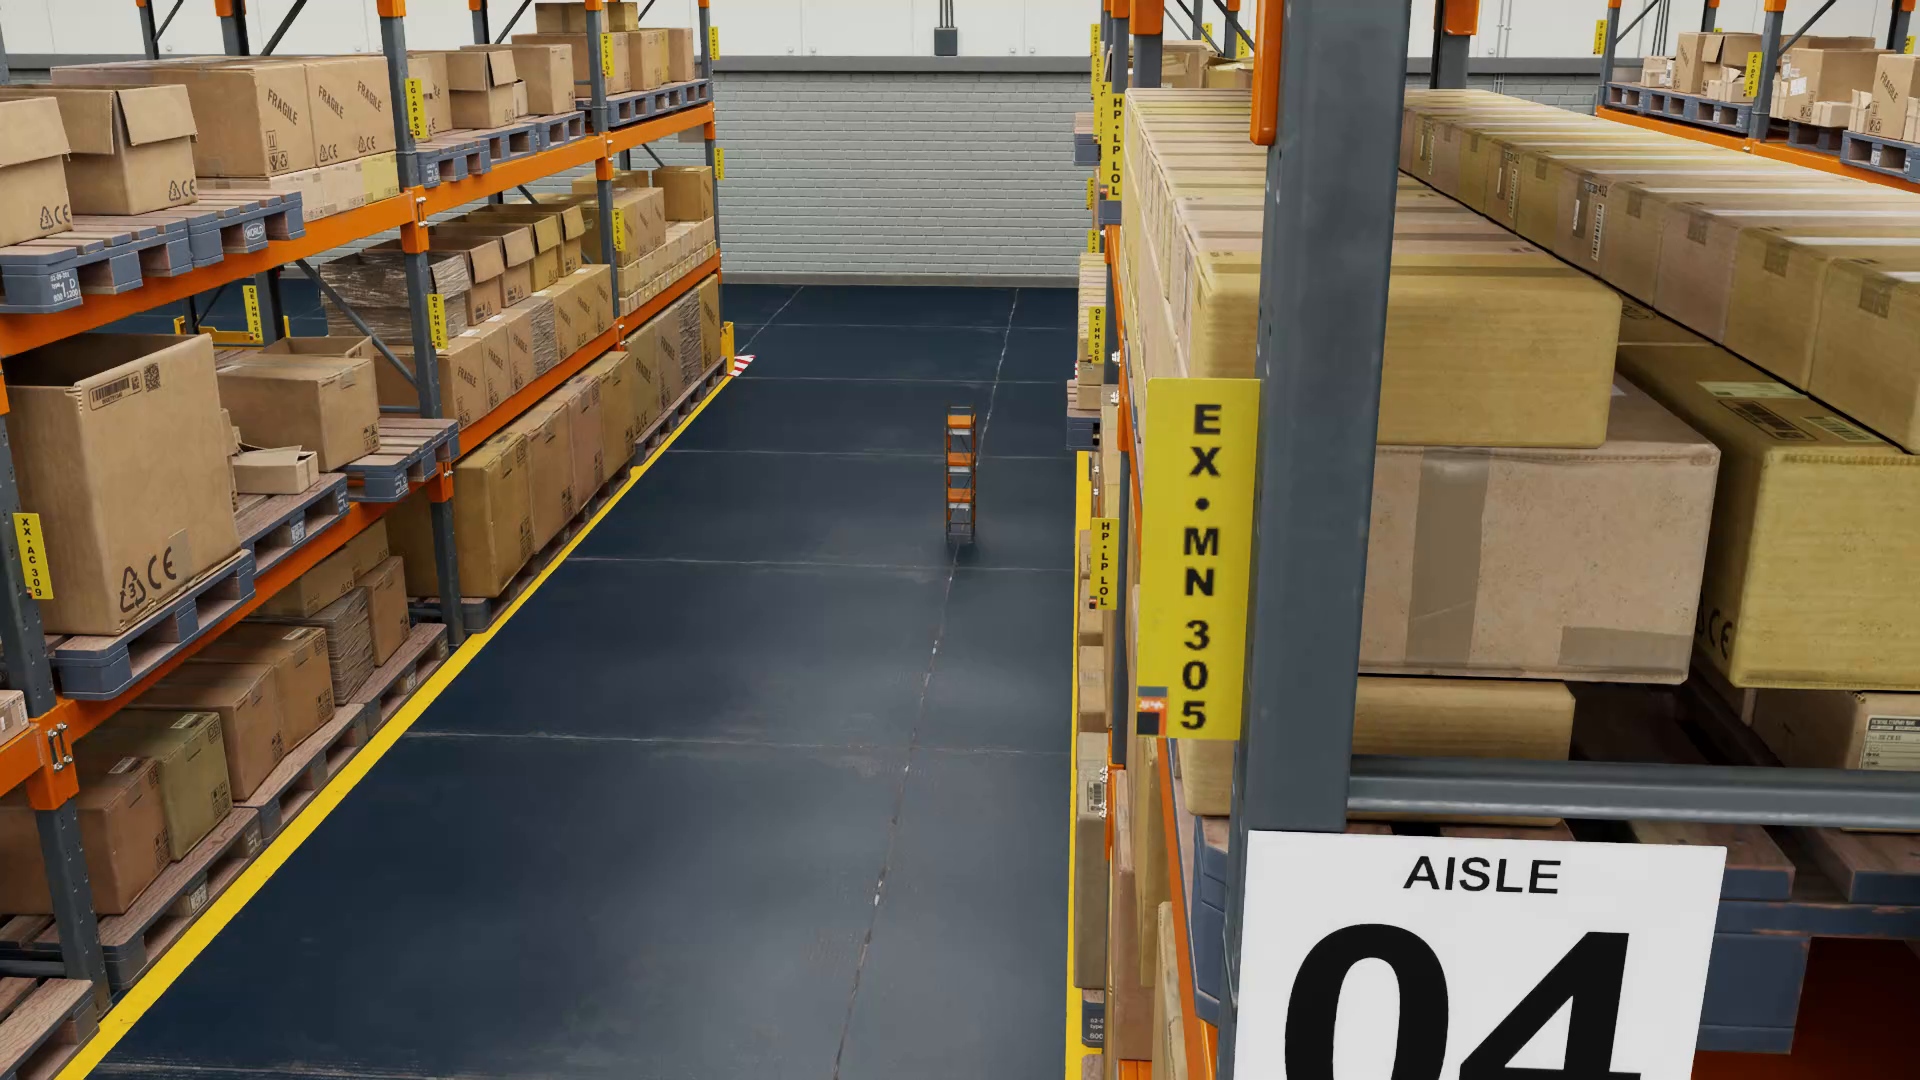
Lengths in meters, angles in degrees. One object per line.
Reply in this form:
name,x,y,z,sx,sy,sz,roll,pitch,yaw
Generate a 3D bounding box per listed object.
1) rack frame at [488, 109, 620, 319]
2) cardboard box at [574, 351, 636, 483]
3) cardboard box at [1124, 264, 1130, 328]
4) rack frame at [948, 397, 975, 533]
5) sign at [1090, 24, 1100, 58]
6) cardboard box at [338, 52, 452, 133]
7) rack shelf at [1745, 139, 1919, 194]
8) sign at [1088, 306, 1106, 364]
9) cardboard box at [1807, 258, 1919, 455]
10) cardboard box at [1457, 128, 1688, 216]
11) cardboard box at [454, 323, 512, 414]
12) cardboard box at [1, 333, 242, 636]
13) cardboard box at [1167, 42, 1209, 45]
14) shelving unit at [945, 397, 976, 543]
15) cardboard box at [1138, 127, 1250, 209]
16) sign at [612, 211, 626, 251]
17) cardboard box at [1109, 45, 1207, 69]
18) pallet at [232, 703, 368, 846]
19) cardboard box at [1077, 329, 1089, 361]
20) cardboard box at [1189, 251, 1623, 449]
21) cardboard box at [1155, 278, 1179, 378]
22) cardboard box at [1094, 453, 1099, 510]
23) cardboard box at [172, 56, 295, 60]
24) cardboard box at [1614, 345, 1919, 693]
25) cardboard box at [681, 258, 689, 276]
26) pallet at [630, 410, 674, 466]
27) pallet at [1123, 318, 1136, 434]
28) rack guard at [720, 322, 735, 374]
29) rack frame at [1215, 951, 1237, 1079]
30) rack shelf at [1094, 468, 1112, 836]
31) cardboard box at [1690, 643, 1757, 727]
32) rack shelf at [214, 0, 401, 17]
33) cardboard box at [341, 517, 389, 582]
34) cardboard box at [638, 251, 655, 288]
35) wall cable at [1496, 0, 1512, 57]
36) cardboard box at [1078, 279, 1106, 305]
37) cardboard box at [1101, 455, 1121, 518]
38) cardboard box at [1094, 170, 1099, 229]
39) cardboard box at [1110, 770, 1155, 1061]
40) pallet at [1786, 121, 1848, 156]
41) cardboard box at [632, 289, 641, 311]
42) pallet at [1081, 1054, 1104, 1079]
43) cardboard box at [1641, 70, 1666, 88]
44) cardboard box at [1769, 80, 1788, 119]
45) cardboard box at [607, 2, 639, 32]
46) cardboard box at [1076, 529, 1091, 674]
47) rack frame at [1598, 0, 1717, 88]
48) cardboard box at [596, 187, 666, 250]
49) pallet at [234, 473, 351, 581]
rack frame,-3.334,-2.023,13.779,1.000,3.000,0.127,1,18,4
cardboard box,-3.360,-1.014,13.437,1.225,0.875,0.875,1,18,4
cardboard box,0.613,-0.608,4.213,0.380,0.149,0.250,1,18,3
rack frame,0.013,-0.553,12.426,0.200,1.050,0.008,1,18,4
sign,1.352,-4.976,16.571,0.100,0.325,0.005,1,18,4
cardboard box,-3.675,-2.914,10.847,0.500,0.500,0.500,2,18,7
rack shelf,6.407,-2.264,10.854,1.077,0.370,4.000,1,18,4
sign,0.777,-1.160,9.415,0.100,0.325,0.005,1,18,4
cardboard box,1.087,-0.182,1.633,0.380,0.149,0.250,1,18,5
cardboard box,1.216,-0.736,3.322,0.380,0.149,0.250,2,18,5
cardboard box,-3.280,-1.133,10.904,0.500,0.500,0.500,1,18,2
cardboard box,-3.711,-0.267,6.781,1.000,1.000,1.000,1,18,4
cardboard box,2.118,-4.556,15.490,0.380,0.149,0.250,2,18,5
shelving unit,0.004,-0.516,12.310,0.215,1.050,0.252,1,18,4
cardboard box,0.558,-0.750,3.366,0.380,0.149,0.250,1,18,4
sign,-2.792,-2.526,13.584,0.100,0.325,0.005,1,18,4
cardboard box,1.469,-3.438,12.446,0.700,0.500,0.500,1,18,4
pallet,-3.768,1.165,8.528,1.003,0.211,1.213,1,18,4
cardboard box,0.897,-1.164,9.931,0.380,0.149,0.250,1,18,2
cardboard box,0.431,-0.198,1.681,0.380,0.149,0.250,1,18,4
cardboard box,0.539,-0.210,2.358,0.500,0.250,0.500,1,18,4
cardboard box,1.132,-0.382,10.907,0.500,0.250,0.500,2,18,5
cardboard box,-3.911,-2.351,9.000,0.500,0.500,0.500,1,18,4
cardboard box,1.036,-0.041,1.841,0.500,0.250,0.500,1,18,4
cardboard box,-2.834,-2.630,16.036,0.380,0.149,0.250,1,18,4
pallet,-3.201,-0.932,14.929,1.003,0.211,1.213,1,18,4
pallet,0.964,-0.526,4.535,1.003,0.211,1.213,1,18,4
rack guard,-3.045,-2.085,17.983,1.175,0.500,0.348,1,18,4
rack frame,0.746,1.846,1.972,1.000,3.000,0.127,1,18,4
rack shelf,1.176,0.324,7.771,1.077,0.370,4.000,1,18,4
cardboard box,1.108,0.114,2.008,0.380,0.149,0.250,1,18,4
rack shelf,-3.764,-2.478,7.333,1.077,0.370,4.000,1,18,4
cardboard box,-3.639,0.051,9.555,0.500,0.250,0.500,2,18,6
cardboard box,-2.998,-2.387,14.655,0.500,0.250,0.500,1,18,4
wall cable,6.964,-7.668,21.372,0.463,3.000,0.029,1,18,4
cardboard box,1.027,-1.730,11.659,0.380,0.149,0.250,2,18,6
cardboard box,0.910,-0.083,7.700,0.500,0.500,0.500,1,18,3
cardboard box,1.402,-2.858,14.083,0.500,0.500,0.500,1,18,2
cardboard box,0.845,0.984,4.363,0.875,0.550,0.550,1,18,4
pallet,6.534,-2.850,11.795,0.805,0.209,1.217,1,18,2
cardboard box,-2.962,-2.070,14.325,0.380,0.149,0.250,1,18,2
pallet,0.900,2.163,5.482,1.003,0.211,1.213,1,18,4
cardboard box,6.530,-4.264,15.371,0.380,0.149,0.250,2,18,6
cardboard box,6.166,-3.215,12.142,0.396,0.266,0.258,1,18,3
cardboard box,-3.202,-4.714,14.977,0.500,0.250,0.500,1,18,2
cardboard box,1.186,0.418,9.268,1.050,0.750,0.750,1,18,3
rack frame,6.837,-5.895,15.962,1.000,3.000,0.127,1,18,4
cardboard box,-2.969,-2.907,15.036,0.500,0.500,0.500,1,18,2
pallet,-3.722,-0.074,8.139,1.003,0.211,1.213,1,18,4
